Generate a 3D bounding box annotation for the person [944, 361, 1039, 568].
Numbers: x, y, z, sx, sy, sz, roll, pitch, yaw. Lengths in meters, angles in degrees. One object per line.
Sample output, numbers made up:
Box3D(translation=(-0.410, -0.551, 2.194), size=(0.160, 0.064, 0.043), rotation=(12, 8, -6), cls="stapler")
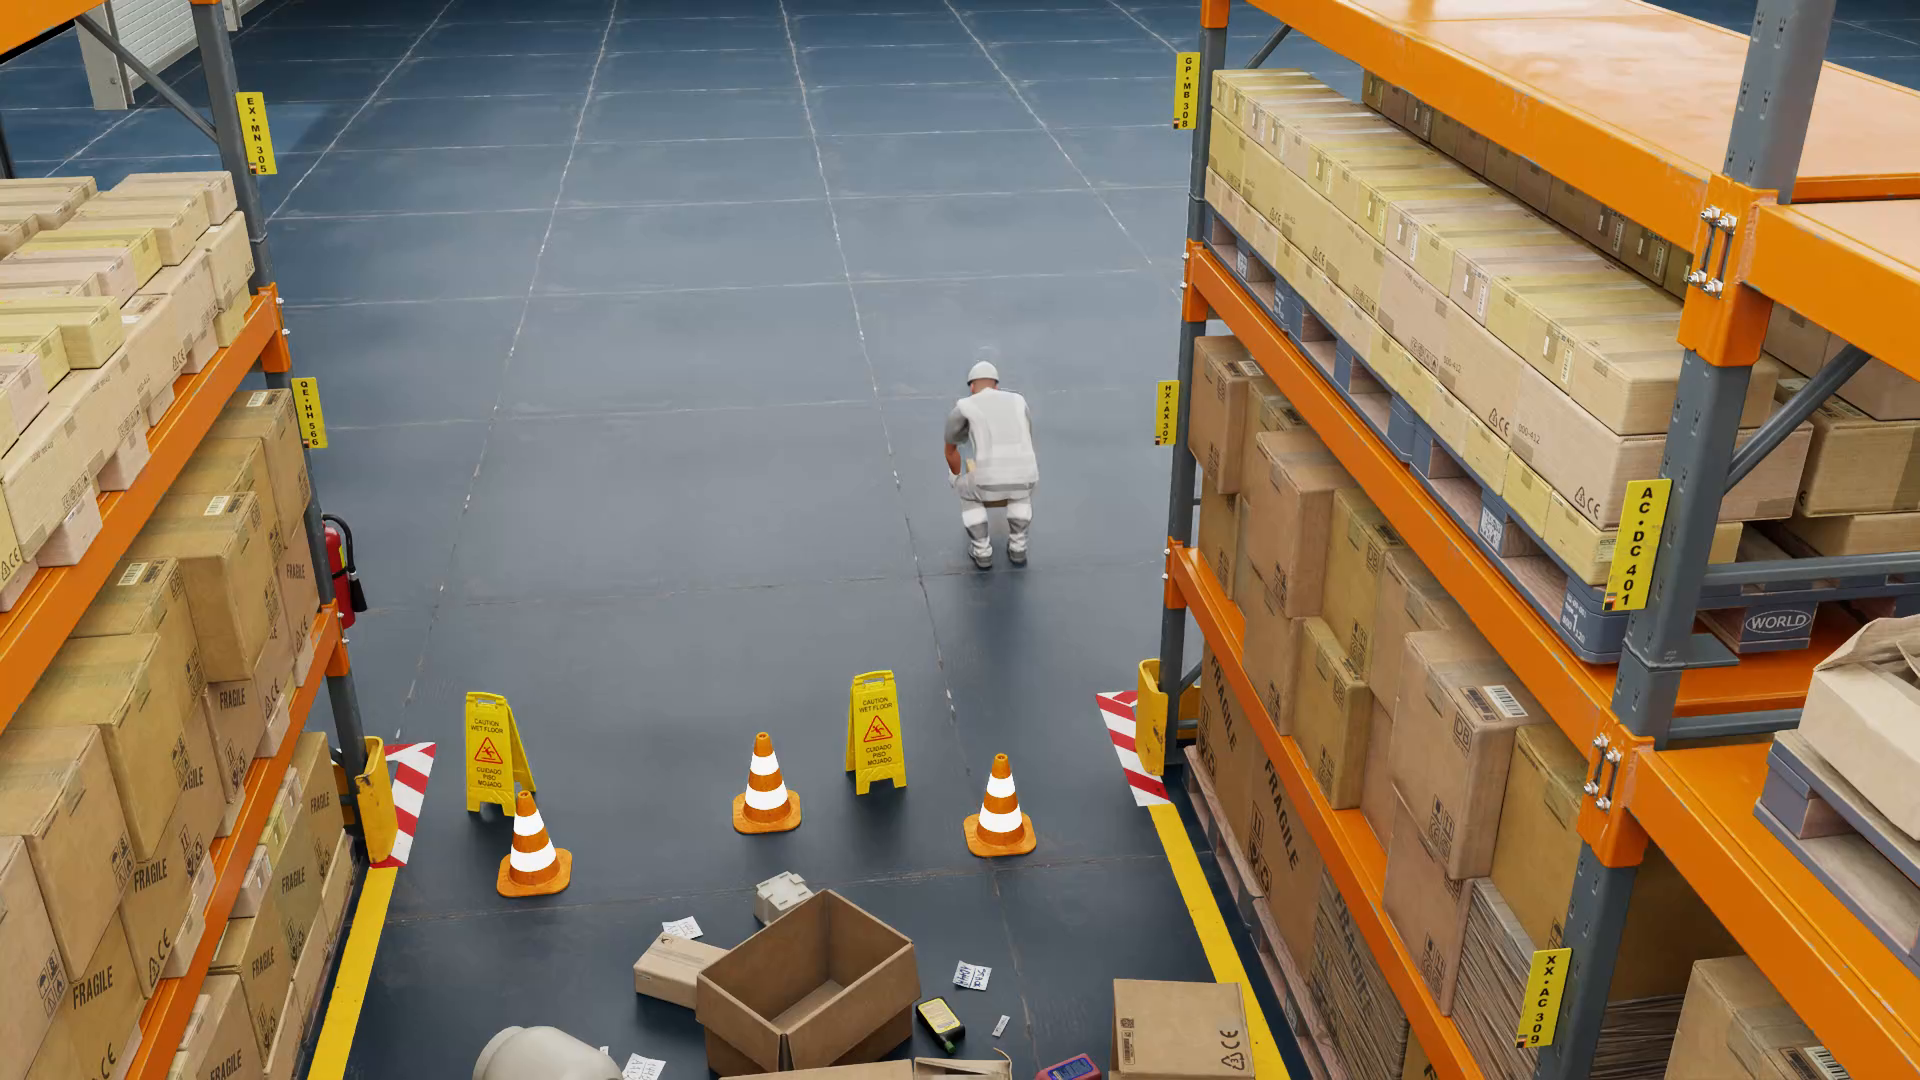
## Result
Box3D(translation=(0.202, -0.464, 10.632), size=(0.582, 1.212, 0.839), rotation=(-4, 27, -7), cls="person")
